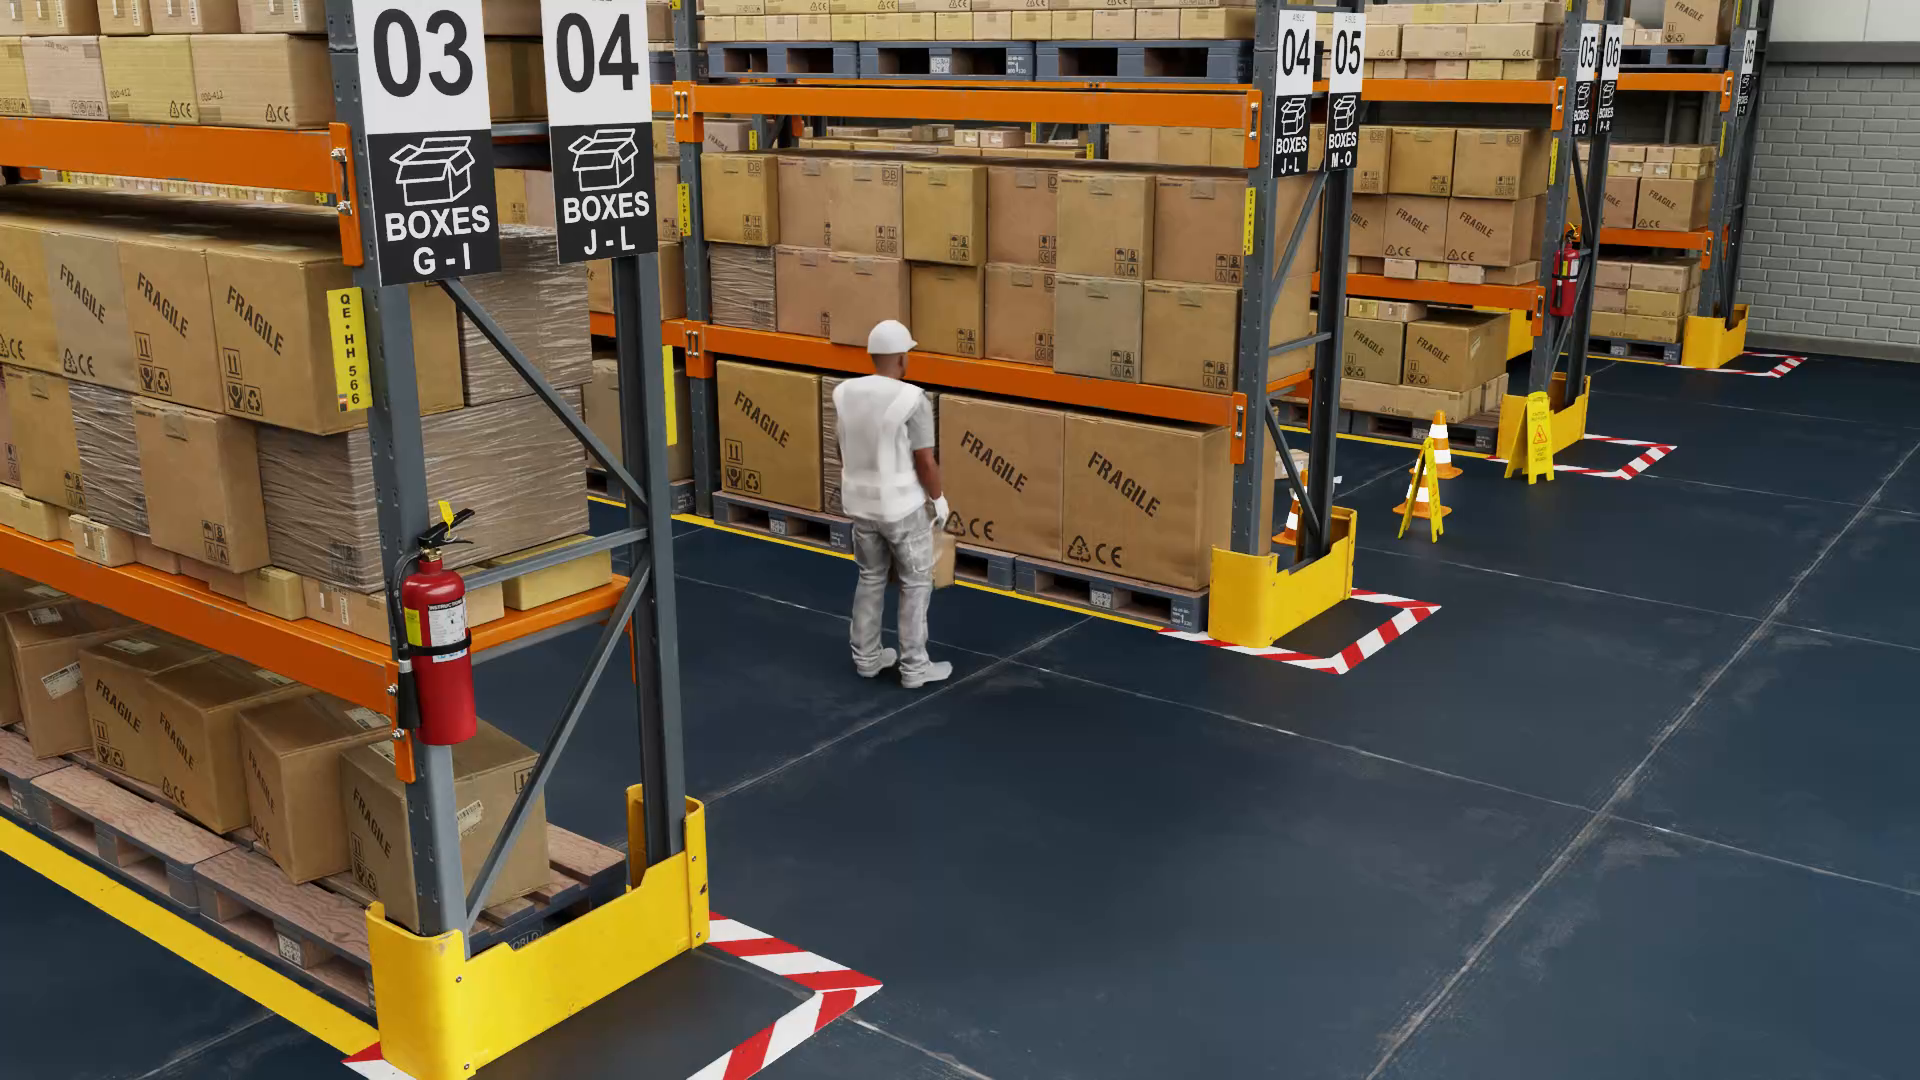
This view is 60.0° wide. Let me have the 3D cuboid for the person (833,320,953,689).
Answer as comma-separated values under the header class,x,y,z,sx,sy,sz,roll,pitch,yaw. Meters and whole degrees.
class,x,y,z,sx,sy,sz,roll,pitch,yaw
person,-0.348,-0.174,8.096,0.575,1.781,0.411,11,20,33
